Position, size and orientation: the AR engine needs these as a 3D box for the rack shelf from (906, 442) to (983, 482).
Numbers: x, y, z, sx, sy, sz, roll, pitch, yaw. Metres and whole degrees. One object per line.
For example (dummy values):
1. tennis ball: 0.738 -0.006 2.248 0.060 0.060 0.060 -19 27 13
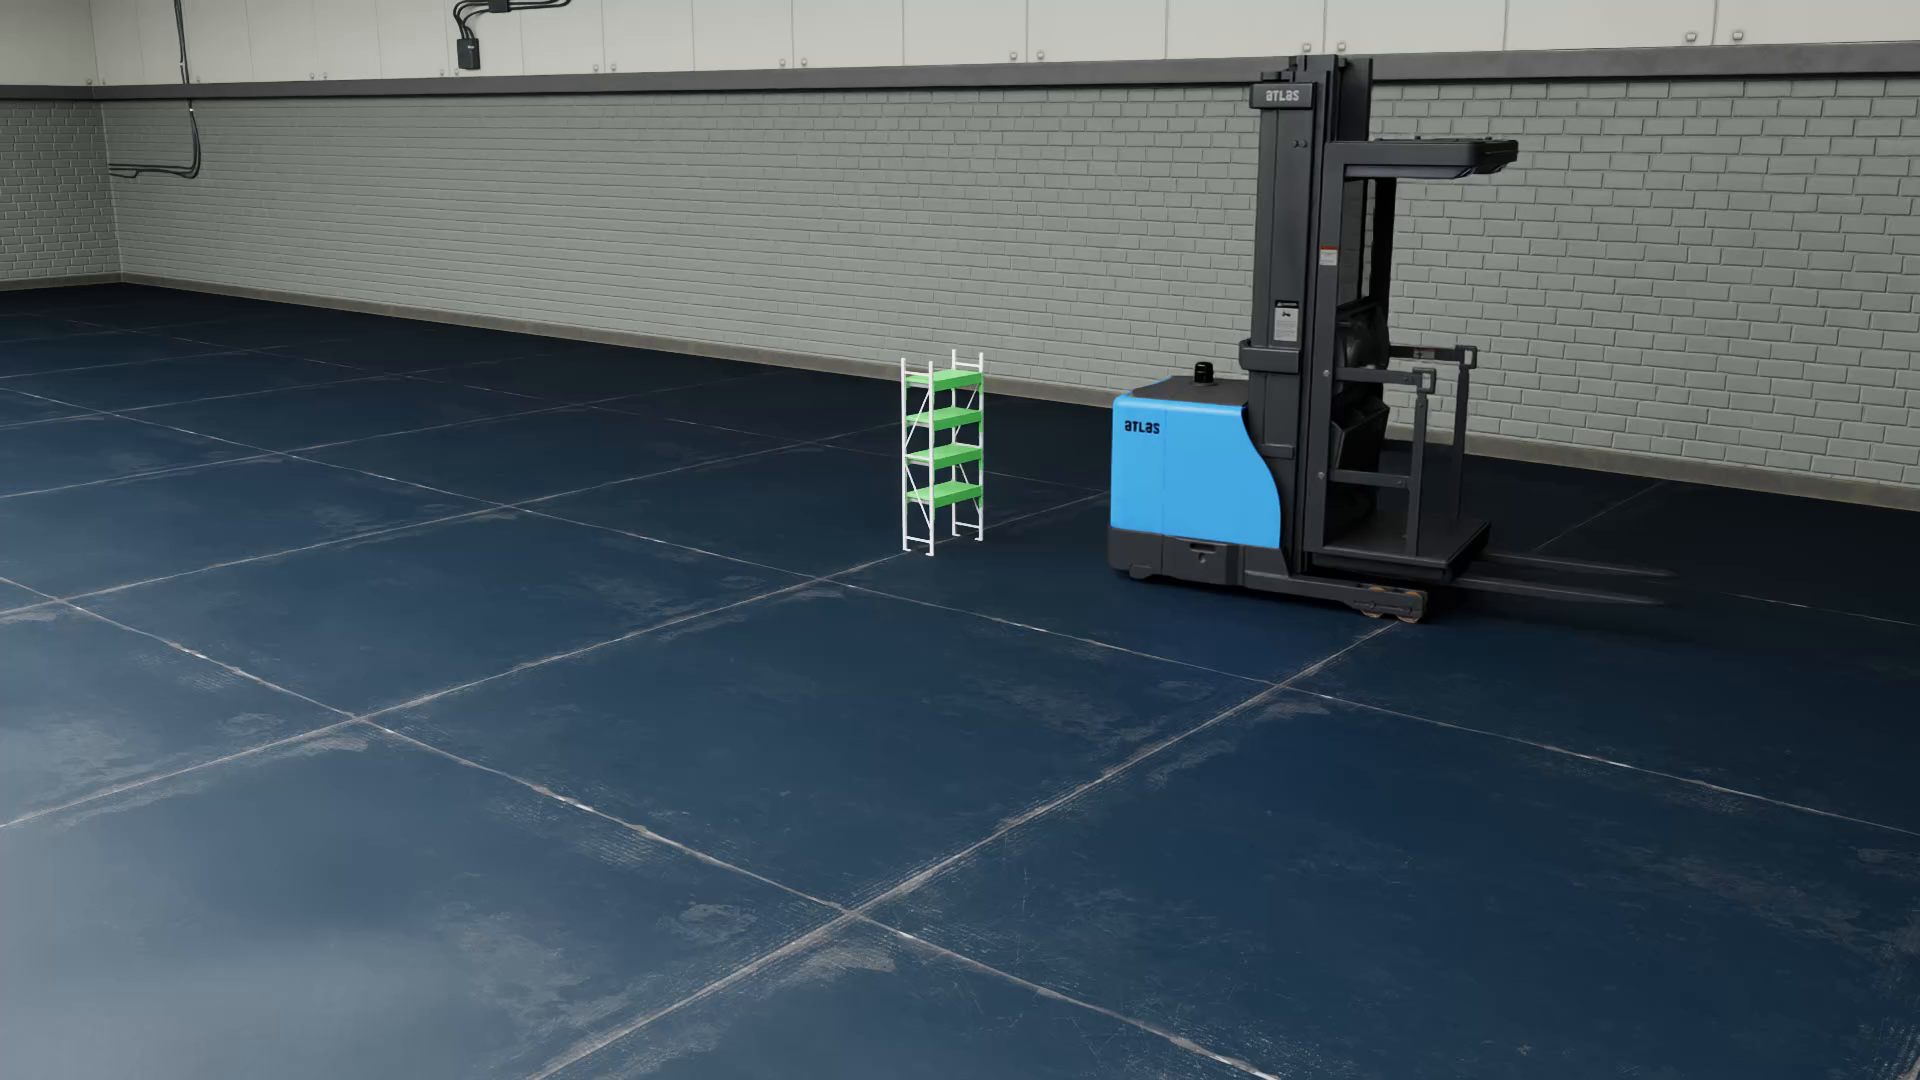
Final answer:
1. rack shelf: -0.104 -0.488 10.366 0.258 0.148 0.480 11 18 38

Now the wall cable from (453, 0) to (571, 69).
1. wall cable: -5.260 -8.543 19.070 2.305 6.003 0.169 11 18 38

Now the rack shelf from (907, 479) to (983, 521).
1. rack shelf: -0.104 -0.255 10.425 0.258 0.148 0.480 11 18 38

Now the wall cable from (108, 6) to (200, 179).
1. wall cable: -12.634 -6.862 25.666 3.097 2.526 0.112 11 18 38

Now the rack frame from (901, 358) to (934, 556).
1. rack frame: -0.257 -0.503 10.166 0.240 1.200 0.015 11 18 38

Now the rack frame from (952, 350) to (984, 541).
1. rack frame: 0.049 -0.597 10.534 0.240 1.200 0.015 11 18 38

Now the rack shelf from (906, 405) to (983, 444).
1. rack shelf: -0.104 -0.721 10.307 0.258 0.148 0.480 11 18 38

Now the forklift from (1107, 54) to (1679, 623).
1. forklift: 2.403 -1.128 9.111 3.031 2.935 1.130 8 16 28

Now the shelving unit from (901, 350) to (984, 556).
1. shelving unit: -0.104 -0.550 10.350 0.258 1.200 0.503 11 18 38

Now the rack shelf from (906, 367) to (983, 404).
1. rack shelf: -0.104 -0.953 10.248 0.258 0.148 0.480 11 18 38

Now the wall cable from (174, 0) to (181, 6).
1. wall cable: -10.530 -8.892 23.396 3.097 2.526 0.112 11 18 38
